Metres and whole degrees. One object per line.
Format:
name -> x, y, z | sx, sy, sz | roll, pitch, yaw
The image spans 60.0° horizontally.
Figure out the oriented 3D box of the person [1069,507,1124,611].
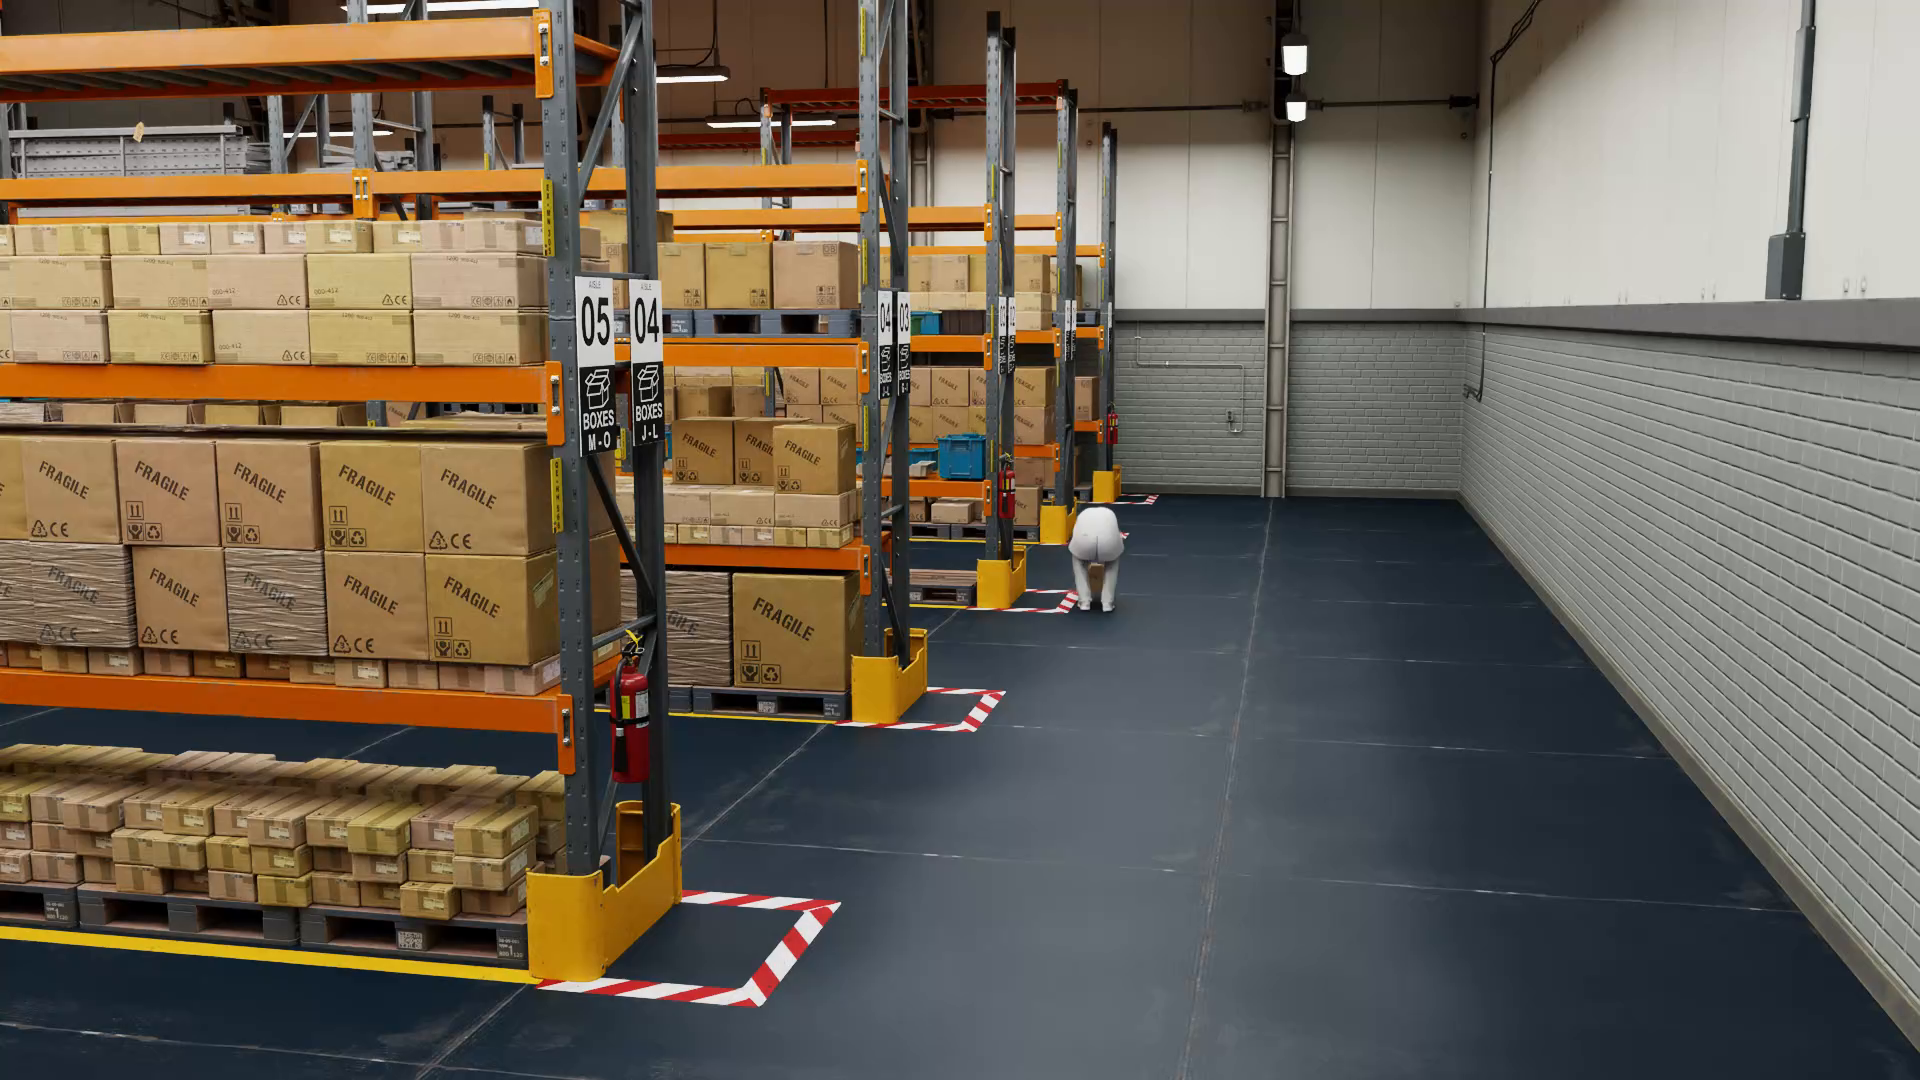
person -> 1.411, 0.164, 17.278 | 0.576, 1.066, 0.946 | 0, 8, 3
